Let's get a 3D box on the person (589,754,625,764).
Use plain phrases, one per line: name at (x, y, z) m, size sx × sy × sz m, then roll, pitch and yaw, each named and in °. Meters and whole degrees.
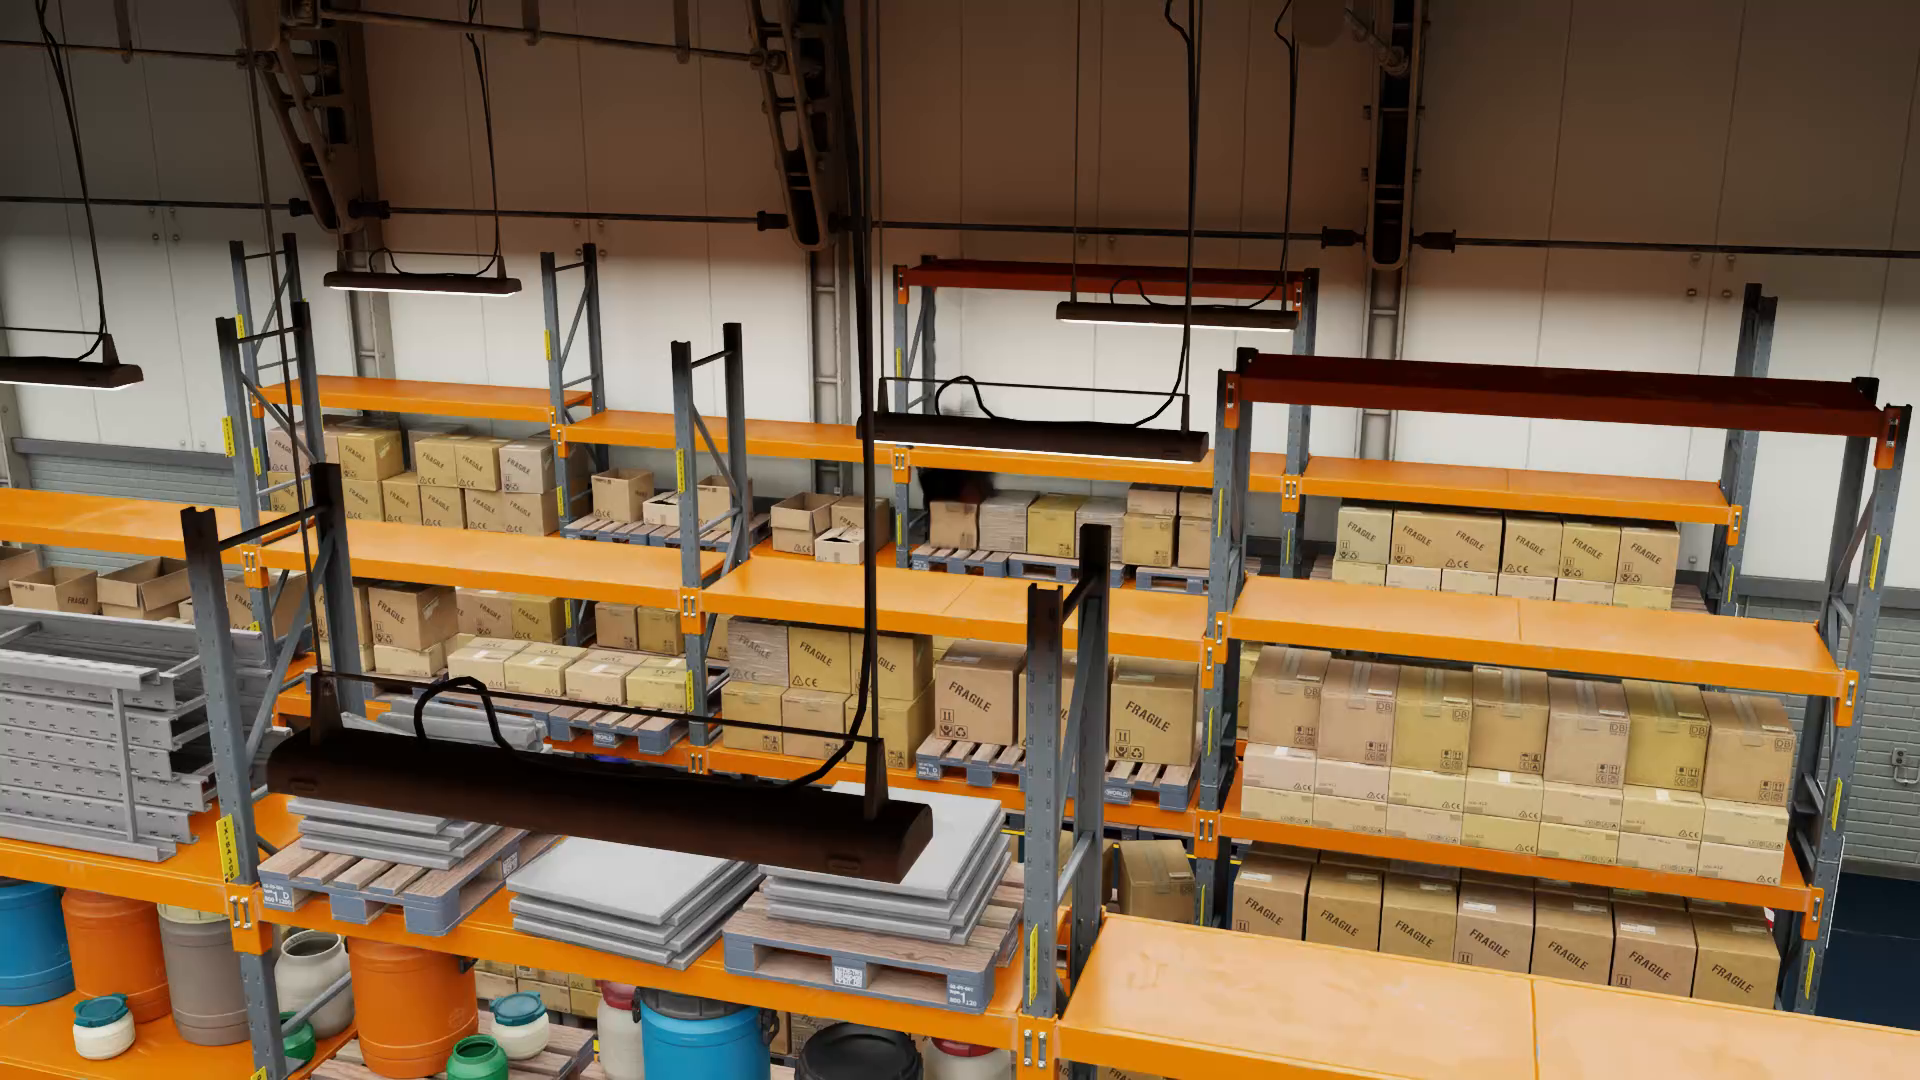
person at (-3.475, 2.676, 16.605) m, size 0.691 × 1.628 × 0.598 m, roll 4°, pitch 16°, yaw 12°
